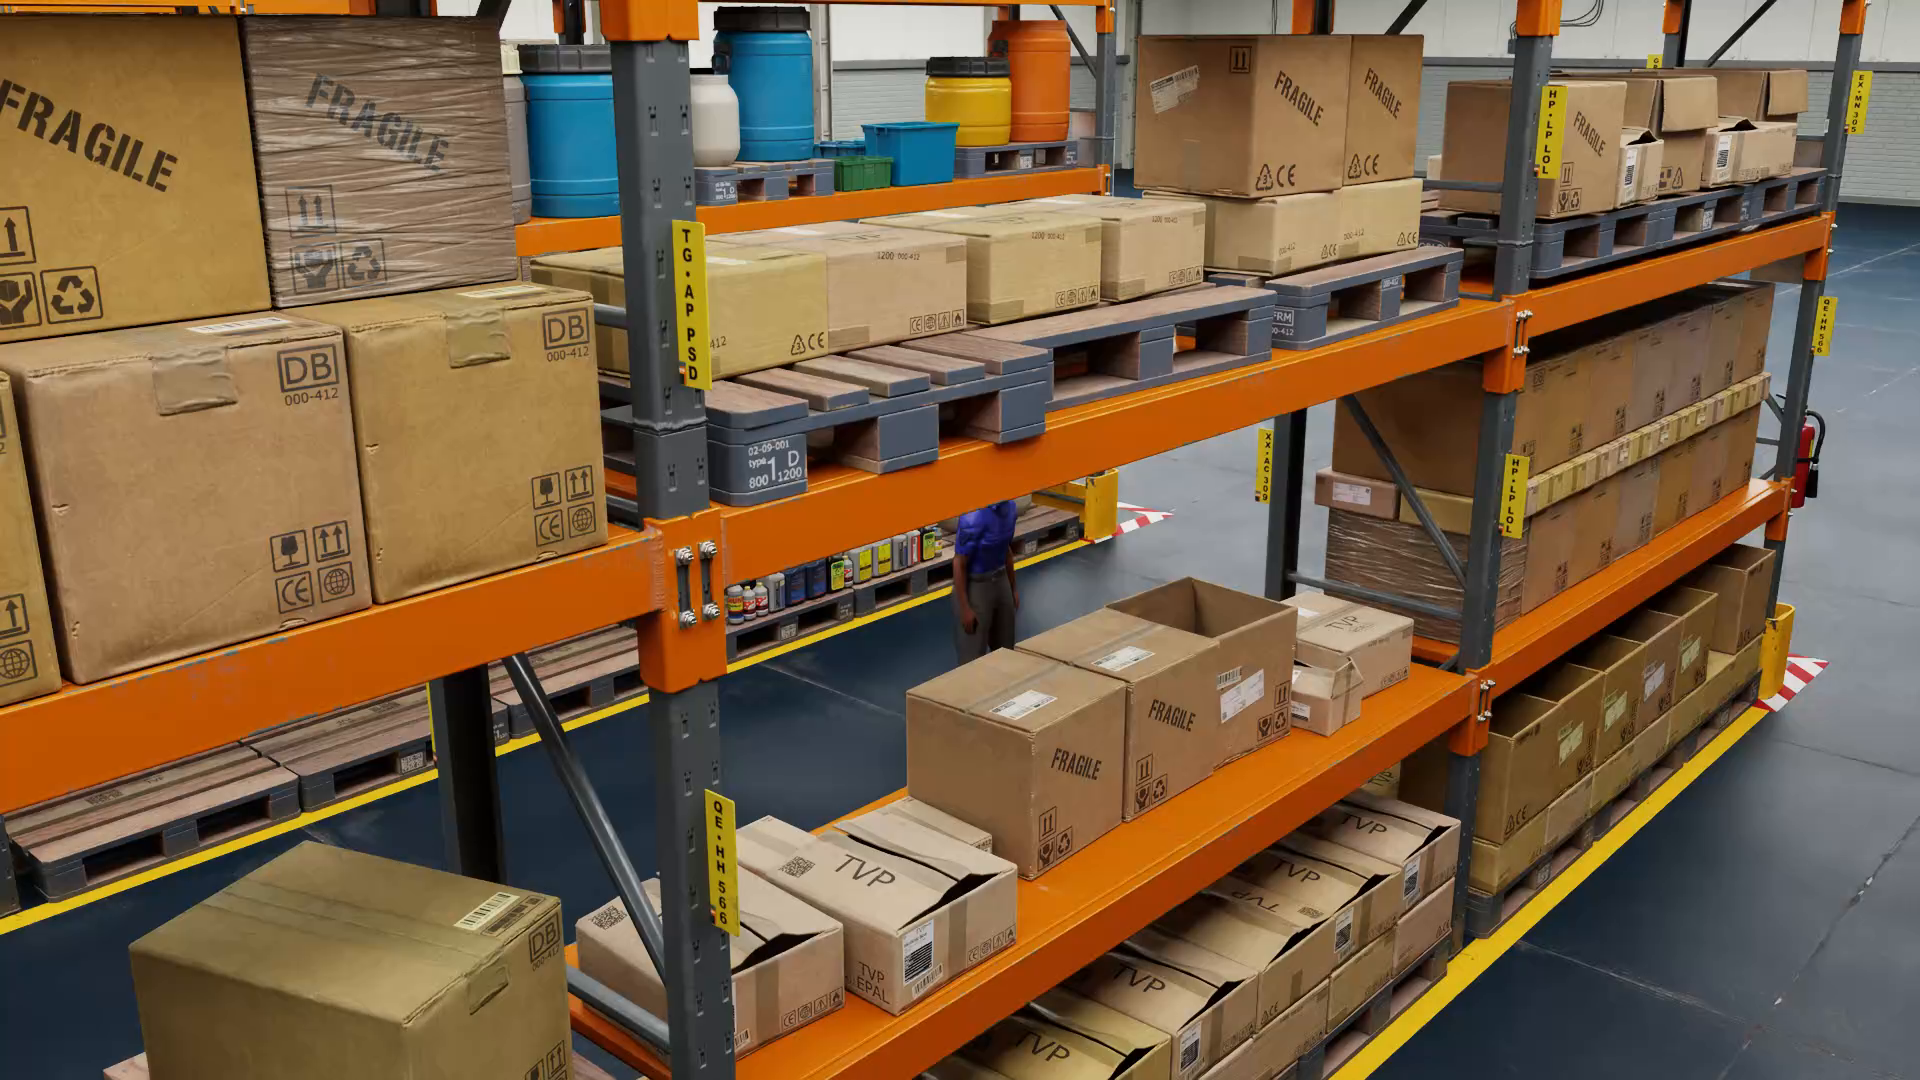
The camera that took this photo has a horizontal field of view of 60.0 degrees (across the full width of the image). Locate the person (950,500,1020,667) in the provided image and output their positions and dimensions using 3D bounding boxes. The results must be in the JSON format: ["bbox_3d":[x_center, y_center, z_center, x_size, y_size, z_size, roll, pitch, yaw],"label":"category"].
[{"bbox_3d":[0.142,0.323,8.999,0.350,1.654,0.532,13,21,36],"label":"person"}]
